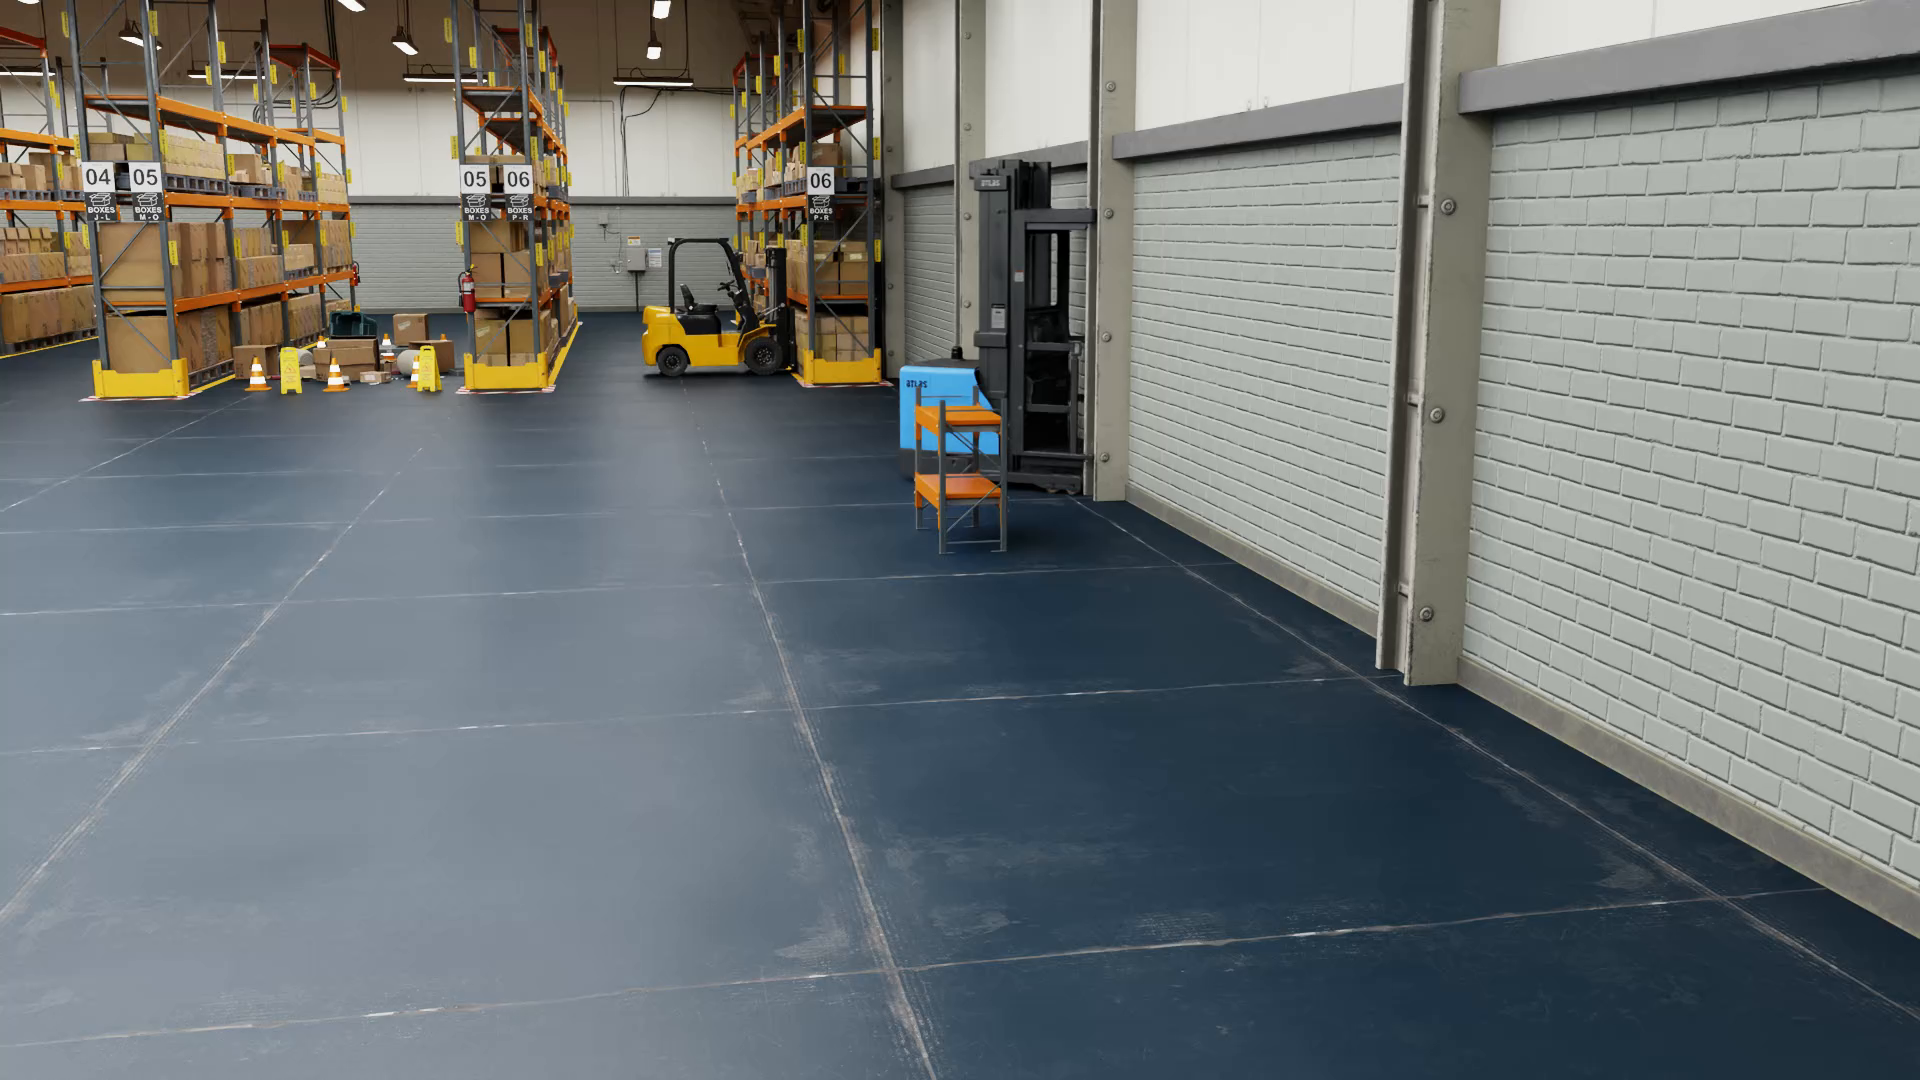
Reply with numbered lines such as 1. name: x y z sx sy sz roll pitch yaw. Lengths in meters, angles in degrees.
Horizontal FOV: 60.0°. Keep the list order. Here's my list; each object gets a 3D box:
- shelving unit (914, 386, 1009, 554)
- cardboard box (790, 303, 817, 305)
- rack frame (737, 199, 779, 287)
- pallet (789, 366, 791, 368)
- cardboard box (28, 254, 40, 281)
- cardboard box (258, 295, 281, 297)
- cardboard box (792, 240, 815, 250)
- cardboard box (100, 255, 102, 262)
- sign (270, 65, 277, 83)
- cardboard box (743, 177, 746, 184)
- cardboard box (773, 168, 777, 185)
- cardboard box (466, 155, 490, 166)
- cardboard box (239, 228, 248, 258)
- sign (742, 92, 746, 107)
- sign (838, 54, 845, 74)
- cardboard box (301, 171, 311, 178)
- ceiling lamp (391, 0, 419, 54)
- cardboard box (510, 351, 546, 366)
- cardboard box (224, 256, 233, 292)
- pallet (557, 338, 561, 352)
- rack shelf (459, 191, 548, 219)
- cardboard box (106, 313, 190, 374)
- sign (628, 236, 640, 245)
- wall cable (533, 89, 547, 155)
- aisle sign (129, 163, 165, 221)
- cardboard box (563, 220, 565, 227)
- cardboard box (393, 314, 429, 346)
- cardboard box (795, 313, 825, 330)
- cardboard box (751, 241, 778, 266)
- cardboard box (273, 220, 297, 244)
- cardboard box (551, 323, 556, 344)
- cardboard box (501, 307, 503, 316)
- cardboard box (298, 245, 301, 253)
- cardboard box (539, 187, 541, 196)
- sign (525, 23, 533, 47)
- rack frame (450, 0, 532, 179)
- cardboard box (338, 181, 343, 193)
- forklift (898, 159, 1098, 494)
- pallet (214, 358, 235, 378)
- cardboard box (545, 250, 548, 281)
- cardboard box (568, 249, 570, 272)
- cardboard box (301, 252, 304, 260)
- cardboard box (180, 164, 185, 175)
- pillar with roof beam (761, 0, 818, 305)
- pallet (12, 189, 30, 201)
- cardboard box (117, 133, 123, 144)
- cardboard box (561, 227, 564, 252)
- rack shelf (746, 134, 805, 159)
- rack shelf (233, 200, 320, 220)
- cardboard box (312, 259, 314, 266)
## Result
1. shelving unit: -0.001 -0.554 12.598 0.538 1.125 1.048 -2 11 -11
2. cardboard box: -3.243 -4.286 32.420 0.875 0.625 0.625 -2 11 -9
3. rack frame: -4.907 -6.828 40.550 1.000 3.000 0.127 -2 11 -11
4. pallet: -2.459 -3.110 28.473 1.003 0.211 1.213 -2 11 -11
5. cardboard box: -18.069 -5.248 31.979 0.500 0.500 0.500 -2 11 -11
6. cardboard box: -13.748 -4.725 33.057 0.500 0.250 0.500 -2 11 -9
7. cardboard box: -2.578 -4.883 27.534 0.380 0.149 0.250 -2 11 -12
8. cardboard box: -18.944 -6.094 36.295 0.500 0.250 0.500 -3 11 -13
9. sign: -12.511 -8.486 30.293 0.100 0.325 0.005 -2 11 -11
10. cardboard box: -4.501 -7.776 35.991 0.380 0.149 0.250 -2 11 -9
11. cardboard box: -3.102 -6.577 30.057 0.500 0.311 0.500 -3 11 -13
12. cardboard box: -7.019 -5.506 24.118 0.380 0.149 0.250 -2 11 -10
13. cardboard box: -12.579 -5.066 28.349 0.700 0.500 0.500 -2 11 -11
14. sign: -4.665 -9.523 35.954 0.100 0.325 0.005 -2 11 -11
15. sign: -2.024 -8.127 28.406 0.100 0.325 0.005 -2 11 -11
16. cardboard box: -13.652 -7.619 34.677 0.380 0.149 0.250 -2 11 -12
17. ceiling lamp: -10.977 -11.496 33.416 0.800 3.185 2.000 -2 11 -11
18. cardboard box: -6.549 -2.726 25.228 0.500 0.250 0.500 -2 11 -11
19. cardboard box: -12.194 -4.254 26.625 0.875 0.550 0.550 -2 11 -11
20. pallet: -8.069 -3.667 31.397 1.003 0.211 1.213 -2 11 -11
21. rack shelf: -7.052 -5.200 25.894 1.077 0.370 4.000 -2 11 -11
22. cardboard box: -11.696 -2.799 23.938 0.875 0.875 0.875 -2 11 -11
23. sign: -8.900 -8.172 45.400 0.339 0.242 0.001 -2 11 -11
24. wall cable: -11.158 -10.627 44.465 0.463 3.000 0.029 -2 11 -11
25. aisle sign: -11.191 -4.789 22.883 0.394 0.787 0.004 -2 11 -11
26. cardboard box: -8.972 -7.029 36.929 0.380 0.149 0.250 -2 11 -13
27. cardboard box: -9.181 -3.520 27.829 0.500 0.500 0.500 -2 11 -11
28. cardboard box: -2.404 -3.499 26.616 0.500 0.250 0.500 -2 11 -10
29. cardboard box: -4.001 -6.014 34.883 0.700 0.500 0.500 -2 11 -11
30. cardboard box: -14.190 -6.478 34.971 0.500 0.500 0.500 -3 11 -13
31. cardboard box: -7.826 -3.717 30.108 0.950 0.372 0.625 -2 11 -9
32. cardboard box: -7.307 -3.552 25.828 0.380 0.149 0.250 -2 11 -9
33. cardboard box: -13.311 -5.785 33.024 0.380 0.149 0.250 -3 11 -14
34. cardboard box: -6.895 -5.560 26.538 0.380 0.149 0.250 -2 11 -9
35. sign: -6.131 -7.177 23.628 0.100 0.325 0.005 -2 11 -11
36. rack frame: -6.663 -6.660 23.620 1.000 3.000 0.127 -2 11 -11
37. cardboard box: -14.171 -7.925 37.354 0.500 0.250 0.500 -2 11 -13
38. forklift: 0.982 -1.960 15.157 3.031 2.935 1.130 5 12 25
39. pallet: -12.206 -2.736 26.505 1.003 0.211 1.213 -2 11 -11
40. cardboard box: -7.004 -4.475 27.122 0.500 0.500 0.500 -2 11 -9
41. cardboard box: -9.116 -6.337 37.699 0.500 0.500 0.500 -2 11 -9
42. cardboard box: -13.357 -5.687 33.304 0.380 0.149 0.250 -3 11 -14
43. cardboard box: -11.400 -5.333 23.954 0.380 0.149 0.250 -2 11 -11
44. pillar with roof beam: -7.603 -9.046 36.155 9.100 9.000 0.548 -2 11 -11
45. pallet: -18.338 -6.522 31.420 1.003 0.211 1.213 -2 11 -8
46. cardboard box: -11.945 -5.607 23.258 0.380 0.149 0.250 -2 11 -11
47. cardboard box: -8.556 -6.286 34.761 0.500 0.500 0.500 -2 11 -10
48. rack shelf: -3.740 -8.125 34.312 1.077 0.370 4.000 -2 11 -11
49. rack shelf: -13.444 -6.468 32.560 1.077 0.370 4.000 -2 11 -11
50. cardboard box: -13.562 -5.732 34.340 0.380 0.149 0.250 -2 11 -12
